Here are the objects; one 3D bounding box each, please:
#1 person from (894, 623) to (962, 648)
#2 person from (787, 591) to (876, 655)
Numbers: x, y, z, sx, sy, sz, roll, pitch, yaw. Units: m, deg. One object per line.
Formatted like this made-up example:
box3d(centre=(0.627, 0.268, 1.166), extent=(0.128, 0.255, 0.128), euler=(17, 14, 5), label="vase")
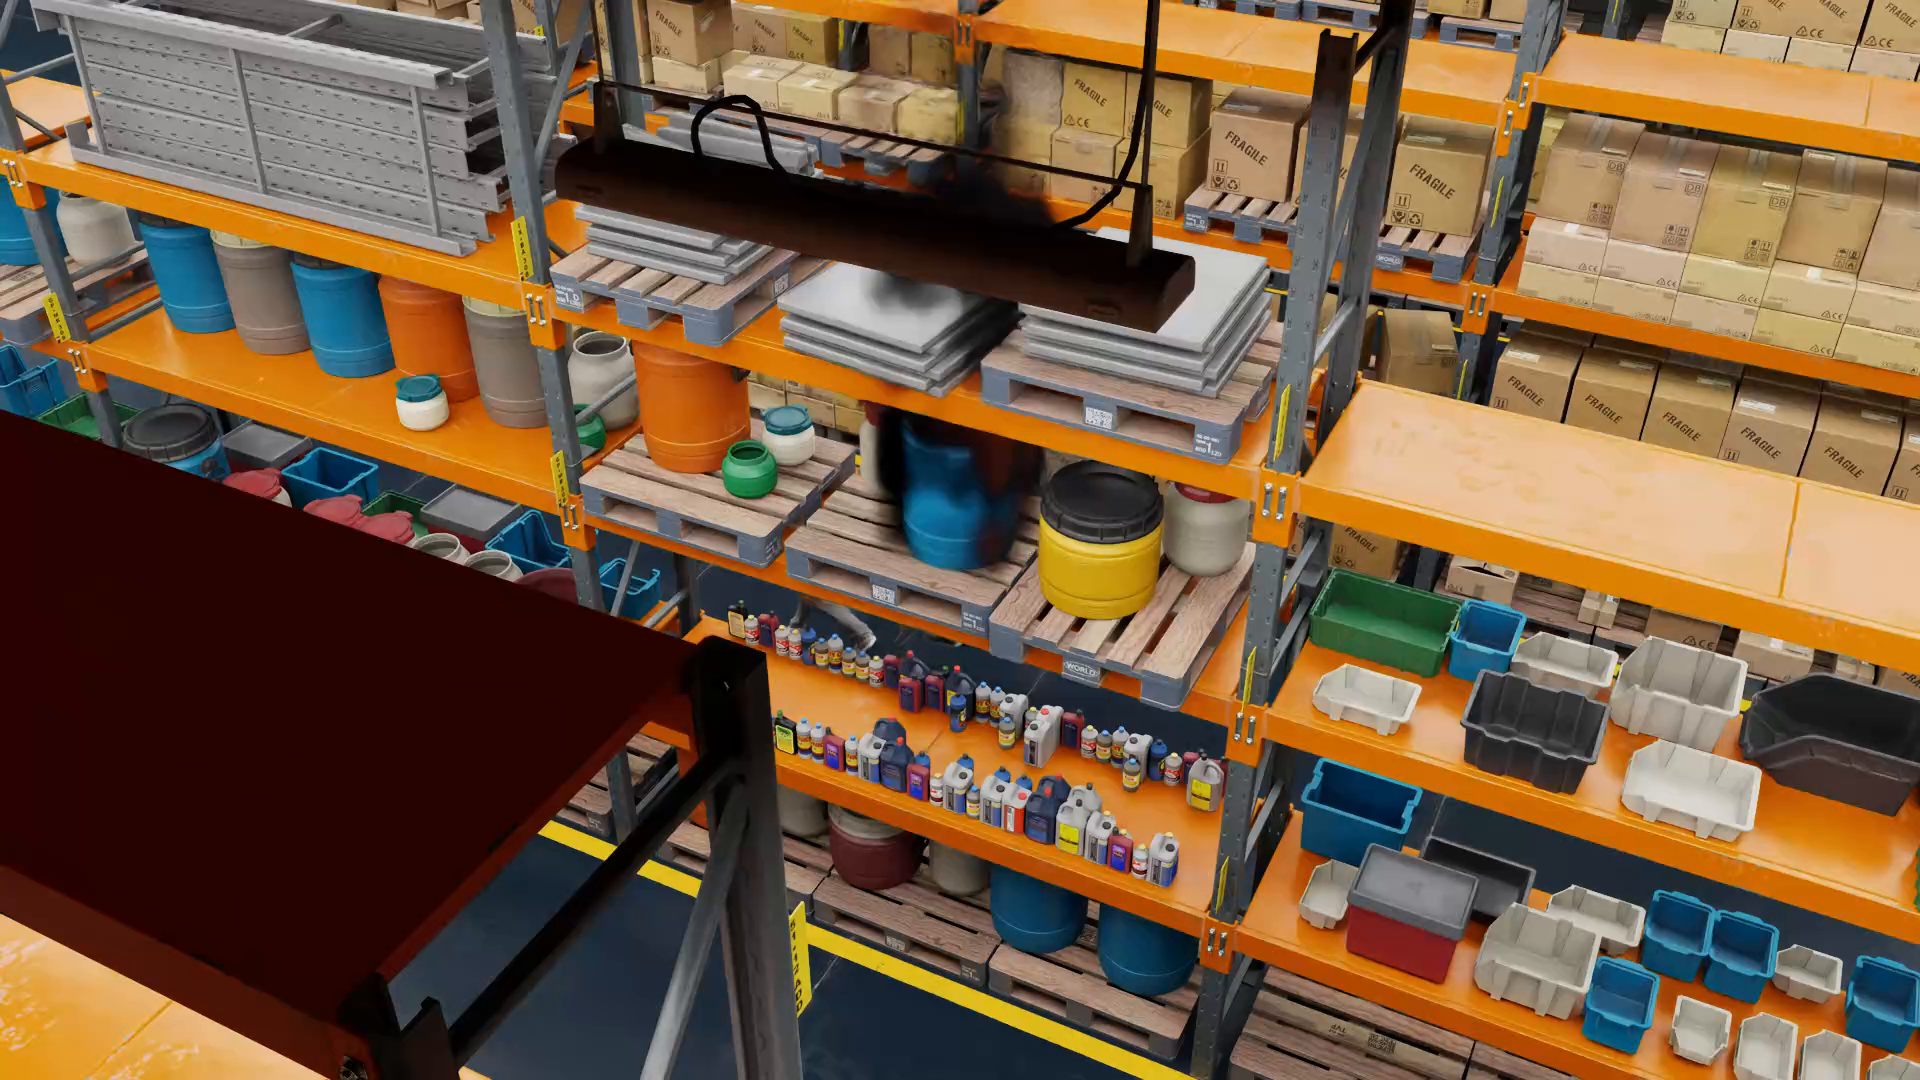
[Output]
box3d(centre=(-0.329, 0.054, 11.911), extent=(0.700, 1.788, 0.672), euler=(18, 39, 24), label="person")
box3d(centre=(-0.969, 0.149, 11.888), extent=(0.882, 1.594, 0.549), euler=(13, 37, 18), label="person")
